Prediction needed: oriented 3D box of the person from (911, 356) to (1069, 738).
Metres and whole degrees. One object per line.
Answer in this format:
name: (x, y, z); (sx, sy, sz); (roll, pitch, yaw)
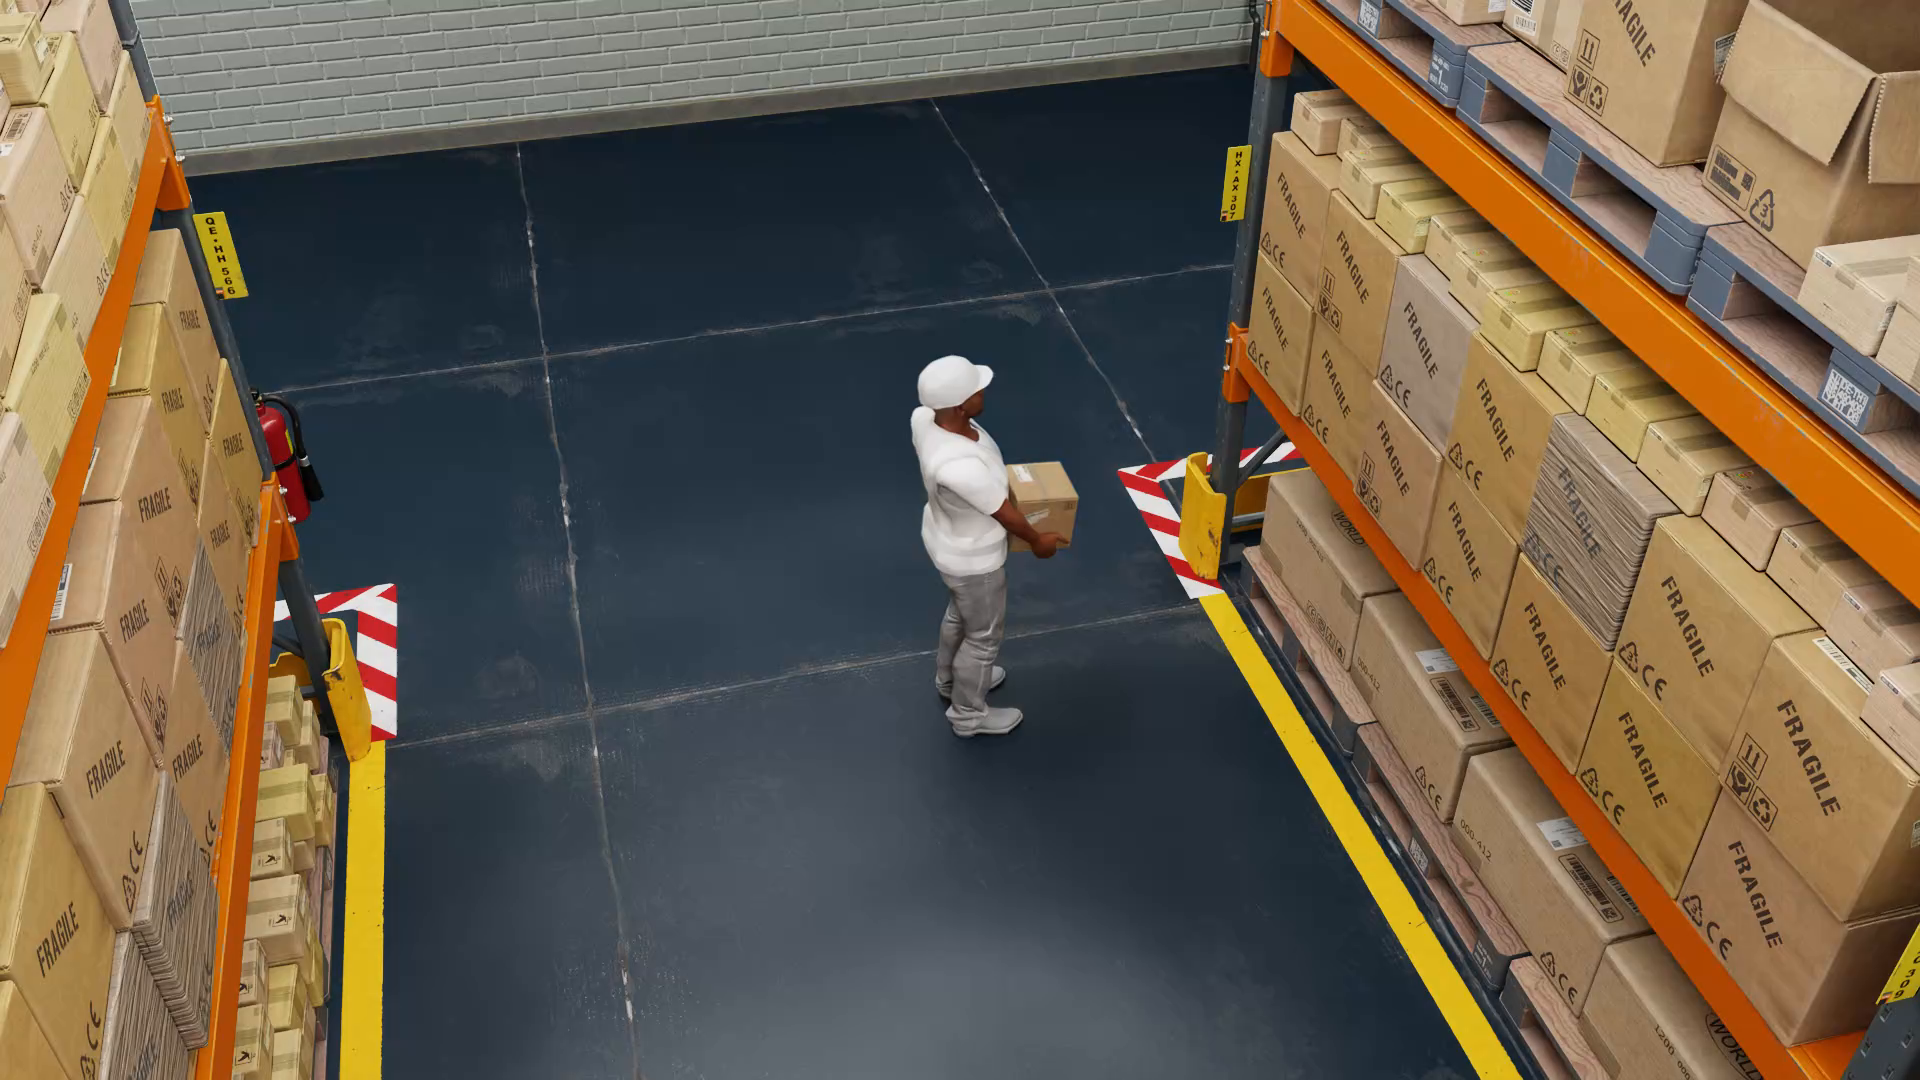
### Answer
person: (0.116, 0.008, 6.690); (0.577, 1.761, 0.502); (-9, 39, -12)
